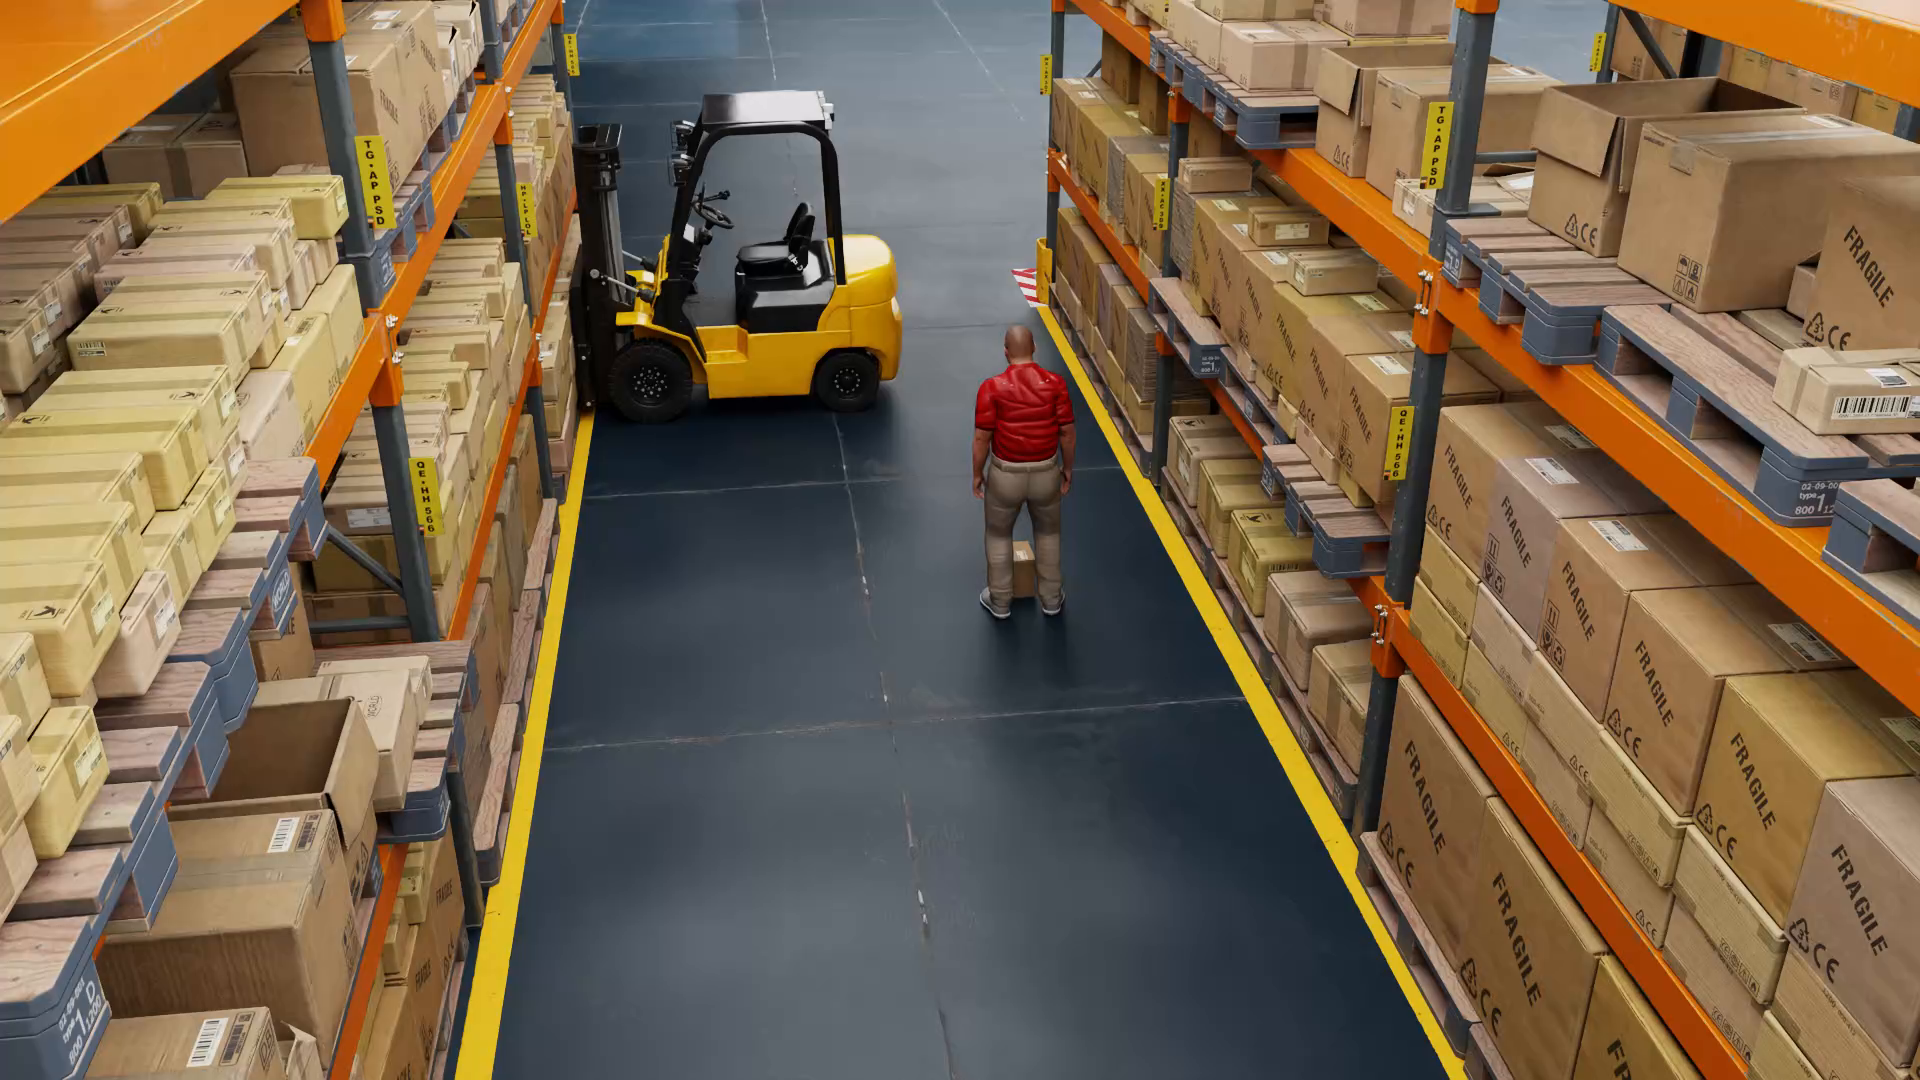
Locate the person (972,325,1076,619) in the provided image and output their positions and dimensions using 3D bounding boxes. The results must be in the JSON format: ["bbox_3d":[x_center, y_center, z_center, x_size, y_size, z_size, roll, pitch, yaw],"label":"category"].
[{"bbox_3d":[0.351,-0.367,9.354,0.584,1.726,0.399,-4,27,-8],"label":"person"}]
